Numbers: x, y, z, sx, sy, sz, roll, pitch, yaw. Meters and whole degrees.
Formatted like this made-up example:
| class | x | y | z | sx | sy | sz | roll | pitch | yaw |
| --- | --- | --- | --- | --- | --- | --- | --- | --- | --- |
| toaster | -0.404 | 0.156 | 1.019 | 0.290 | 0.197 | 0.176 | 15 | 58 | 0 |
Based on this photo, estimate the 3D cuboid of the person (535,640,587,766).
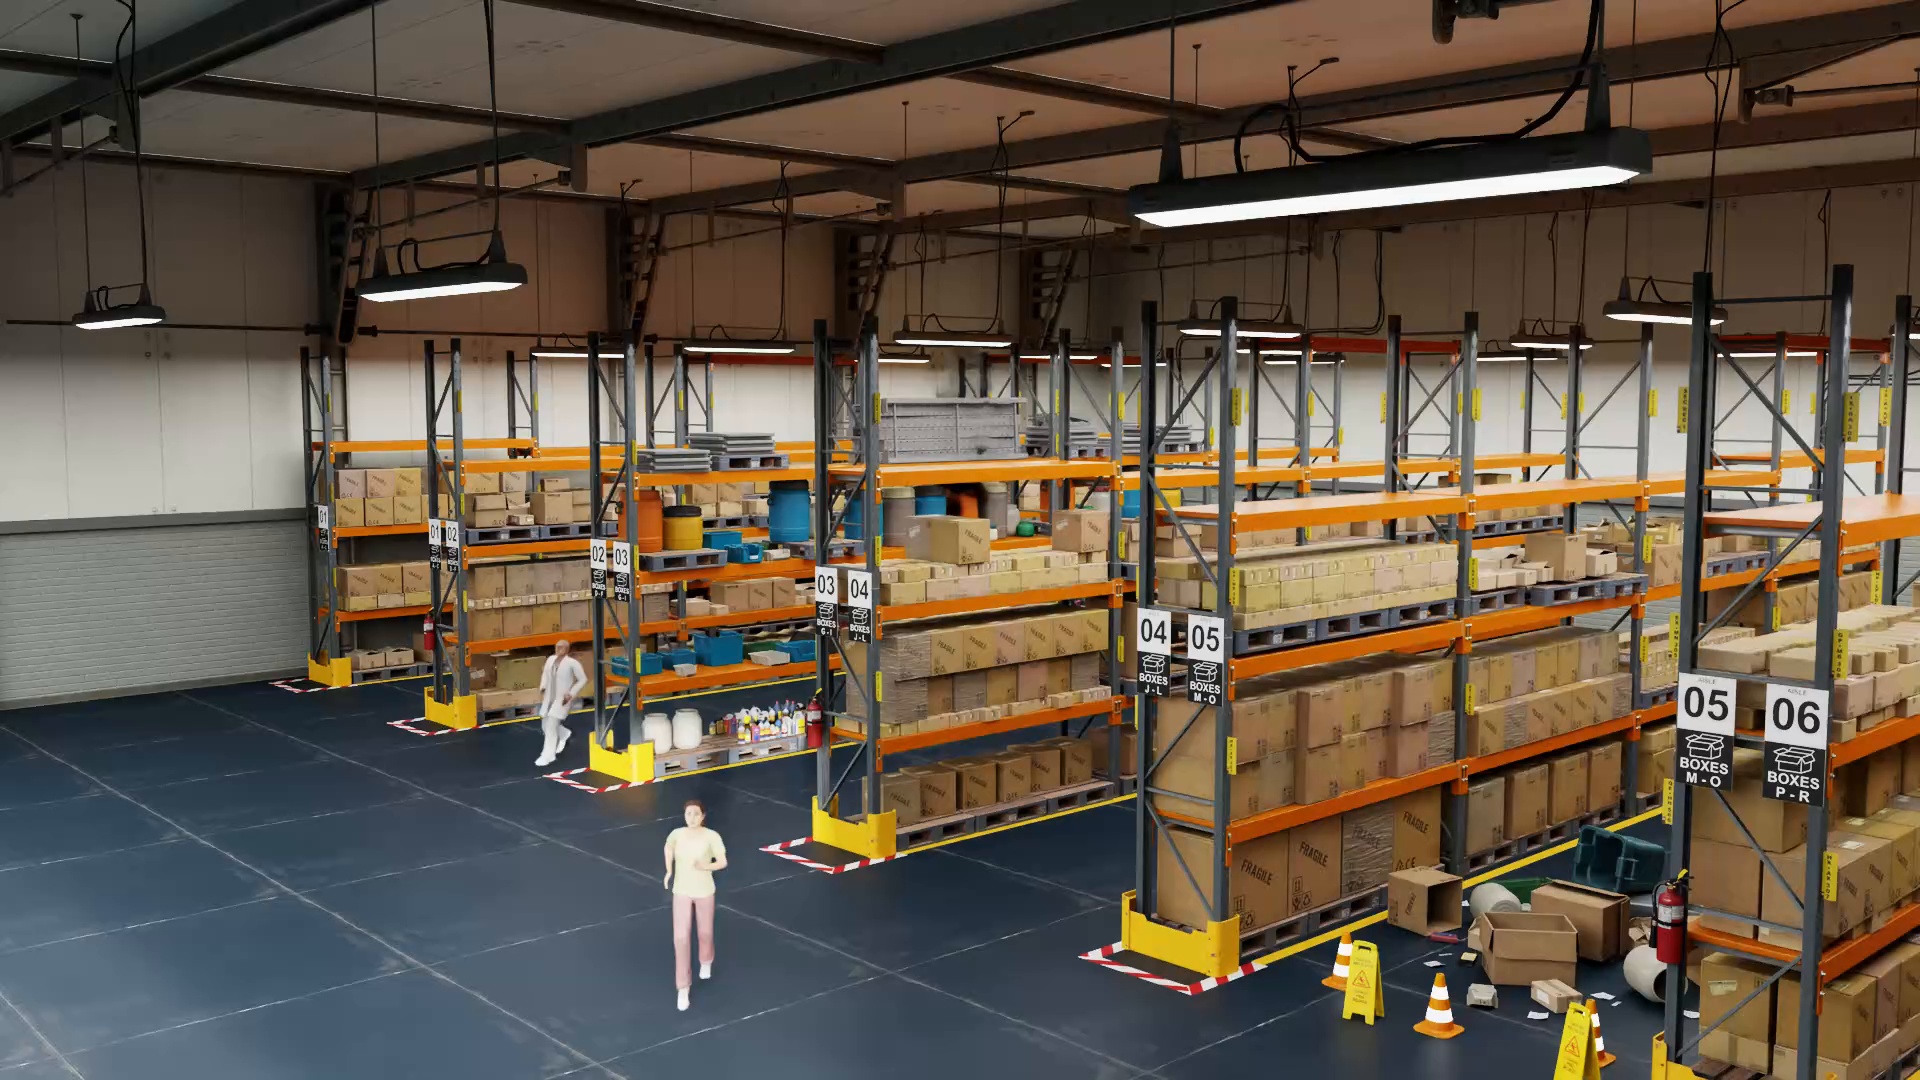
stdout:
| class | x | y | z | sx | sy | sz | roll | pitch | yaw |
| --- | --- | --- | --- | --- | --- | --- | --- | --- | --- |
| person | -5.565 | 2.256 | 23.335 | 0.742 | 1.749 | 0.775 | 2 | 6 | 24 |

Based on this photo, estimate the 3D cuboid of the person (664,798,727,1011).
| class | x | y | z | sx | sy | sz | roll | pitch | yaw |
| --- | --- | --- | --- | --- | --- | --- | --- | --- | --- |
| person | -2.274 | 3.061 | 14.285 | 0.560 | 1.703 | 0.873 | 0 | 5 | -3 |
